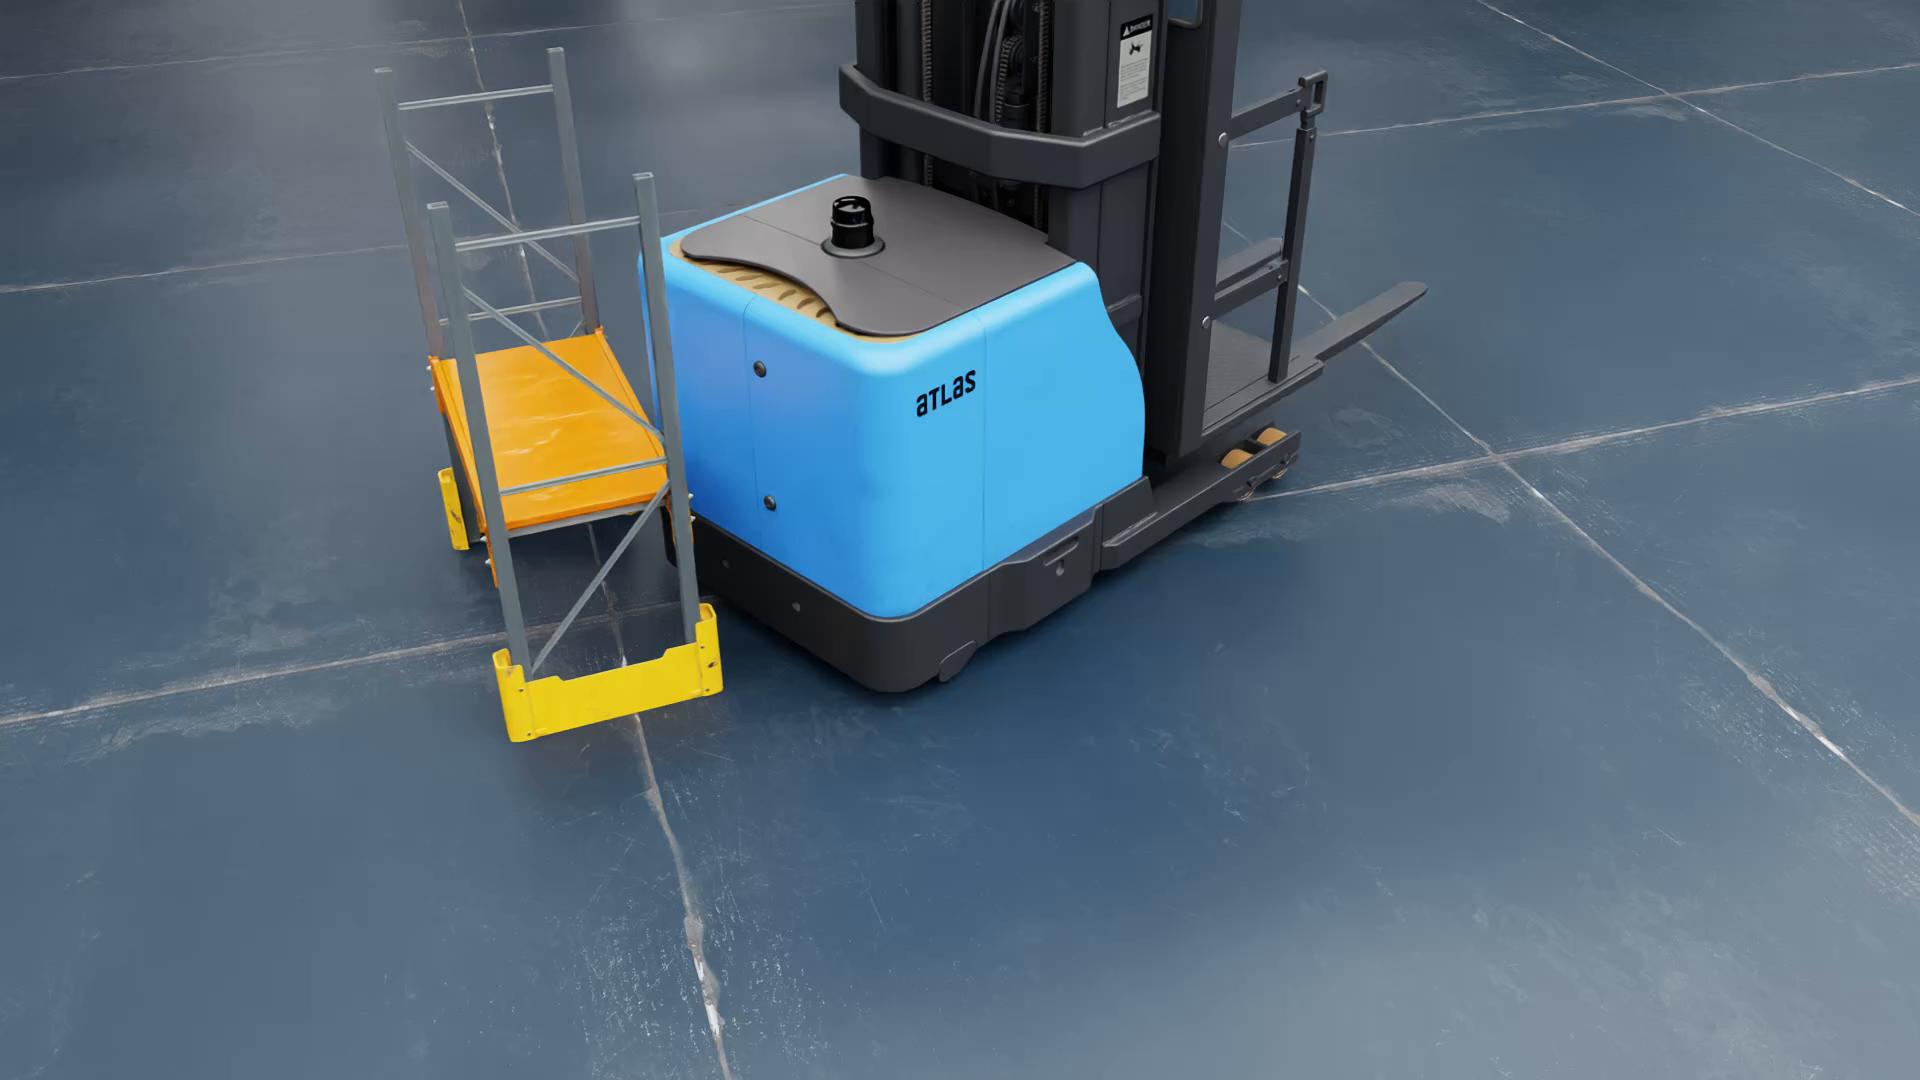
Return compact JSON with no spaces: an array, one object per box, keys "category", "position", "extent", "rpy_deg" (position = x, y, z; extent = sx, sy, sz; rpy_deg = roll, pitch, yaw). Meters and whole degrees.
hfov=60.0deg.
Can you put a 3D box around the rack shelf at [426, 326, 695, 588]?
[{"category":"rack shelf","position":[-1.128,-0.264,4.615],"extent":[0.538,0.185,1.000],"rpy_deg":[-13,36,-19]}]

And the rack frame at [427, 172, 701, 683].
[{"category":"rack frame","position":[-0.932,-0.155,4.124],"extent":[0.500,1.500,0.032],"rpy_deg":[-13,36,-19]}]

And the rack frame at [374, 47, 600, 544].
[{"category":"rack frame","position":[-1.323,-0.672,4.907],"extent":[0.500,1.500,0.032],"rpy_deg":[-13,36,-19]}]

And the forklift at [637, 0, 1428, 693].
[{"category":"forklift","position":[0.489,-1.527,4.902],"extent":[1.130,2.935,3.031],"rpy_deg":[28,43,35]}]

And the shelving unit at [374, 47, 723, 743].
[{"category":"shelving unit","position":[-1.131,-0.418,4.523],"extent":[0.587,1.500,1.083],"rpy_deg":[-13,36,-19]}]

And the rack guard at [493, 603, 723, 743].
[{"category":"rack guard","position":[-0.940,0.357,4.484],"extent":[0.587,0.250,0.087],"rpy_deg":[-13,36,-19]}]

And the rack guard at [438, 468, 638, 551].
[{"category":"rack guard","position":[-1.323,-0.150,5.251],"extent":[0.587,0.250,0.087],"rpy_deg":[-13,36,-19]}]
